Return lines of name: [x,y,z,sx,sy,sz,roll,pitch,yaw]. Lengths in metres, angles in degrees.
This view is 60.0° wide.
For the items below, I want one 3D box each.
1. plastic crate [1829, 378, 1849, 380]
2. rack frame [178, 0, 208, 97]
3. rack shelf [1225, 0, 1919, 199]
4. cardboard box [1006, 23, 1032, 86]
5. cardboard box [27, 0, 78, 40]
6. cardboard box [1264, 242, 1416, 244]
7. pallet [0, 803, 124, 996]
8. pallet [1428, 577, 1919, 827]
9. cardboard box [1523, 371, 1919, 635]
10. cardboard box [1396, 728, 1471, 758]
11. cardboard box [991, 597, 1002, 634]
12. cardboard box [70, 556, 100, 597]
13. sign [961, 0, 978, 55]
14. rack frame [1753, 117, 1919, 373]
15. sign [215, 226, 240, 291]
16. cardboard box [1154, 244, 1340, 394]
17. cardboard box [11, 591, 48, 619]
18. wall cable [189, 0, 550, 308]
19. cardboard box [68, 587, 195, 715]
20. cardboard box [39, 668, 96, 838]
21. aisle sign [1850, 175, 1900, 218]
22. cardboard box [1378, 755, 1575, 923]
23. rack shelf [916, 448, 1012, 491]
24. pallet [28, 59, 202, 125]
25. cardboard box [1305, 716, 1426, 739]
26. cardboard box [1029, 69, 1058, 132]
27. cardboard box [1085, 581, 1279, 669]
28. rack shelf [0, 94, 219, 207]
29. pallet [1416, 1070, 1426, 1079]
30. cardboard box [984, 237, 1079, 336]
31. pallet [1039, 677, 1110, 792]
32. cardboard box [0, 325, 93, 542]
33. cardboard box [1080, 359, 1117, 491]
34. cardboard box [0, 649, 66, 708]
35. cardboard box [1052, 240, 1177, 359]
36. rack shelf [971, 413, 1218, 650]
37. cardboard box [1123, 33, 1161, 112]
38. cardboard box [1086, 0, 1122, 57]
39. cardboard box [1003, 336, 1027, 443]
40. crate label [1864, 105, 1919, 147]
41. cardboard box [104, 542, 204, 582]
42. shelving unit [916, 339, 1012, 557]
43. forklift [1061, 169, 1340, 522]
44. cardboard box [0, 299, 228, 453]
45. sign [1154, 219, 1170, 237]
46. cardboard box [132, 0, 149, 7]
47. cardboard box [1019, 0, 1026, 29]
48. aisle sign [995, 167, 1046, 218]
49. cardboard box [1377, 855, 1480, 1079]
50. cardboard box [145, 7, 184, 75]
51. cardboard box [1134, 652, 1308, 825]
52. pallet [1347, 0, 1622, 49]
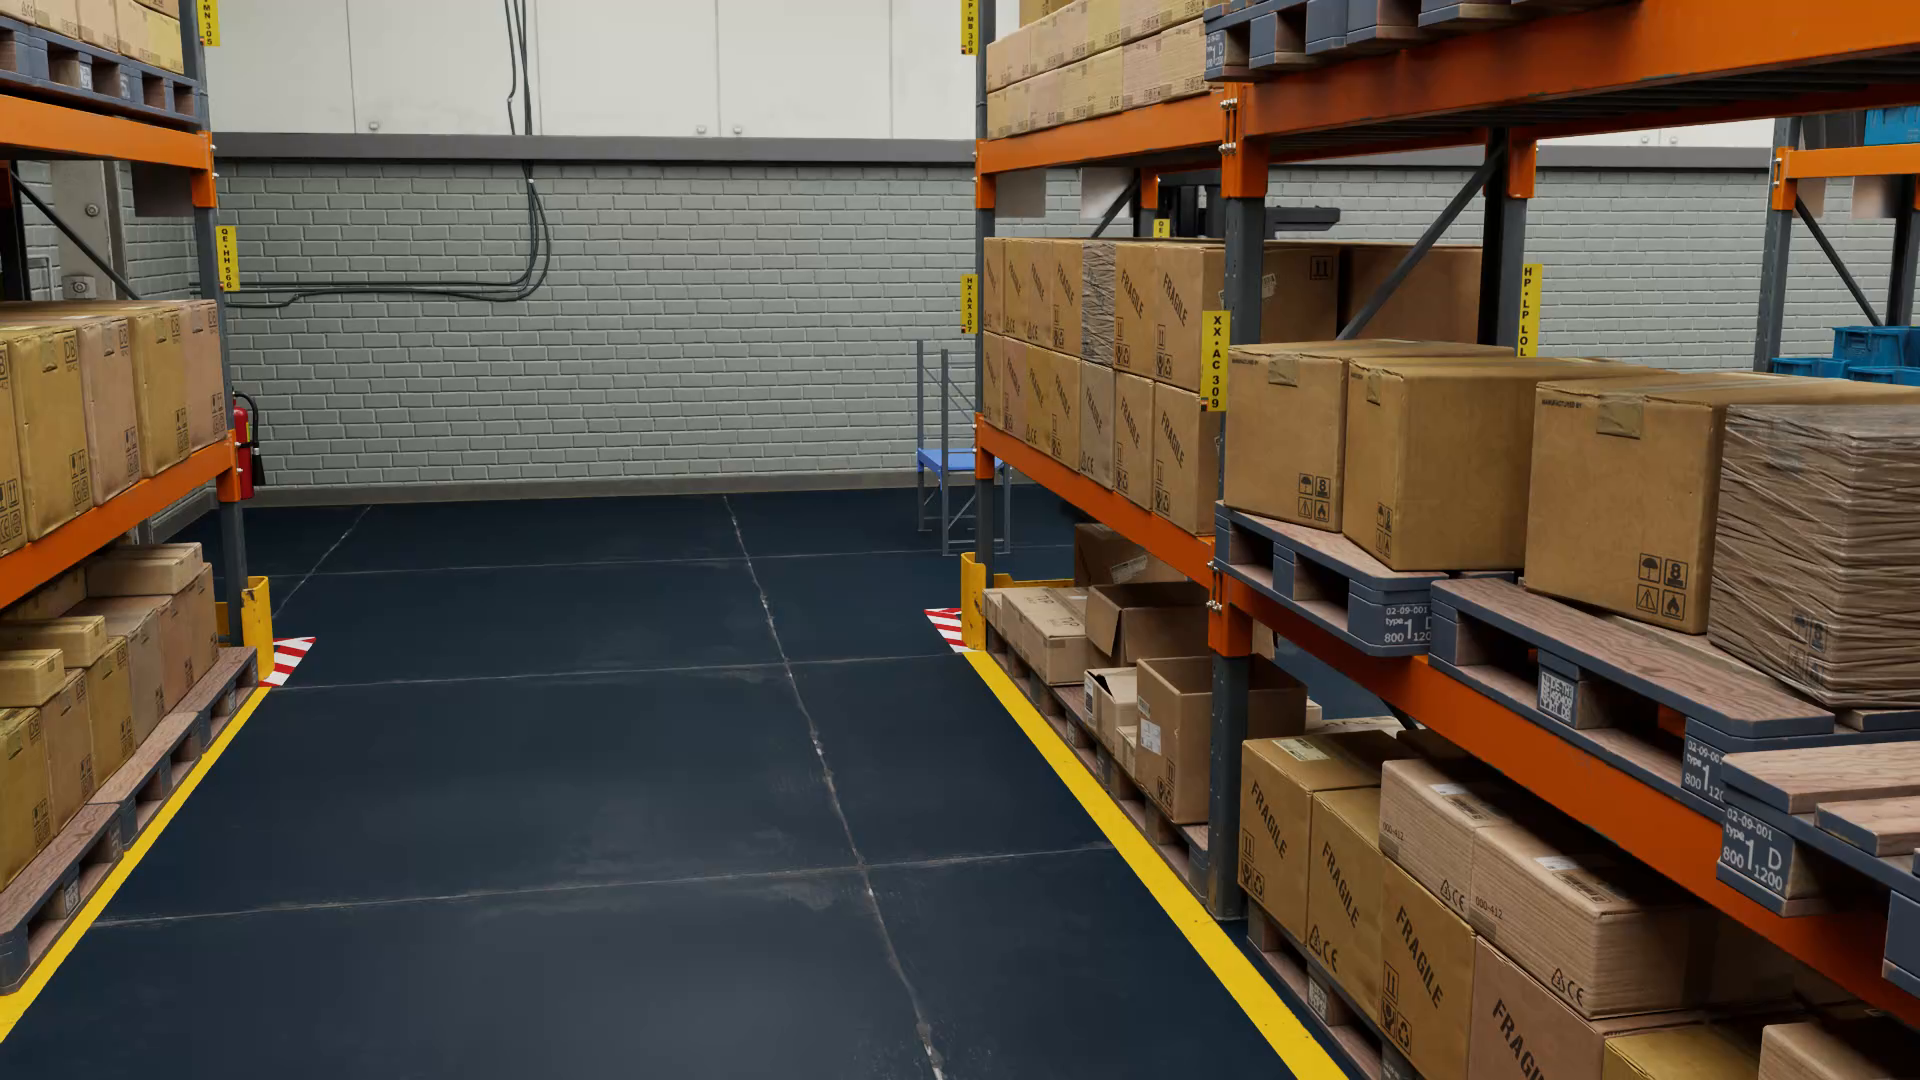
plastic crate: [5.154,-0.872,9.802,0.250,0.136,0.298,-2,11,-11]
rack frame: [-4.271,-3.678,7.955,1.000,3.000,0.127,-2,11,-11]
rack shelf: [1.755,-0.932,3.471,1.077,0.370,4.000,-2,11,-11]
cardboard box: [0.523,-2.362,8.124,0.500,0.250,0.500,-2,11,-11]
cardboard box: [-3.560,-1.977,6.049,0.500,0.250,0.500,-2,11,-13]
cardboard box: [1.449,-0.910,6.513,0.500,0.500,0.500,-2,11,-13]
pallet: [-3.564,1.230,5.670,1.003,0.211,1.213,-2,11,-11]
pallet: [1.761,0.293,3.648,1.003,0.211,1.213,-2,11,-11]
cardboard box: [1.770,-0.112,3.872,0.700,0.500,0.500,-5,12,-25]
cardboard box: [1.743,0.914,5.383,0.500,0.500,0.500,-2,11,-11]
cardboard box: [0.381,0.399,8.979,0.380,0.166,0.250,-2,11,-11]
cardboard box: [-4.157,0.174,7.588,0.380,0.149,0.250,-2,11,-11]
sign: [0.056,-2.795,9.000,0.100,0.325,0.005,-2,11,-11]
rack frame: [5.447,-1.091,10.408,1.000,3.000,0.127,-2,11,-11]
sign: [-3.736,-1.433,8.475,0.100,0.325,0.005,-2,11,-11]
cardboard box: [1.014,-0.802,5.946,0.500,0.500,0.500,-2,11,-11]
cardboard box: [-4.008,0.313,6.855,0.380,0.149,0.250,-2,11,-10]
wall cable: [-5.020,-3.203,13.763,3.097,2.526,0.112,-2,11,-11]
cardboard box: [-3.939,0.507,7.572,0.700,0.500,0.500,-2,11,-11]
cardboard box: [-3.632,0.791,6.081,0.700,0.500,0.500,-2,11,-12]
aisle sign: [5.721,-2.392,10.291,0.394,0.787,0.004,-2,11,-11]
cardboard box: [1.415,0.746,4.257,0.500,0.250,0.500,-2,11,-11]
rack shelf: [0.017,-0.544,12.508,0.538,0.185,1.000,-2,11,-11]
pallet: [-4.116,-2.025,7.531,1.003,0.211,1.213,-2,11,-11]
cardboard box: [1.496,0.842,6.267,0.500,0.311,0.500,-2,11,-11]
cardboard box: [0.622,-2.025,7.690,0.500,0.250,0.500,-2,11,-11]
cardboard box: [0.995,0.487,7.613,0.797,0.503,0.637,-2,11,-11]
rack shelf: [-3.882,-1.484,6.375,1.077,0.370,4.000,-2,11,-11]
pallet: [1.802,1.564,3.917,1.003,0.211,1.213,-2,11,-11]
cardboard box: [0.415,-1.361,8.885,0.500,0.500,0.500,-2,11,-9]
pallet: [0.992,0.841,7.712,1.003,0.211,1.213,-2,11,-11]
cardboard box: [-3.719,-0.379,5.863,0.980,0.700,0.700,-2,11,-12]
cardboard box: [0.813,-0.498,7.026,0.500,0.500,0.500,-2,11,-10]
cardboard box: [-3.425,0.495,5.900,0.380,0.149,0.250,-2,11,-9]
cardboard box: [0.717,-1.081,7.410,0.500,0.500,0.500,-2,11,-12]
rack shelf: [0.977,-0.192,7.606,1.077,0.370,4.000,-2,11,-11]
cardboard box: [0.923,-1.750,6.246,0.500,0.250,0.500,-2,11,-11]
cardboard box: [0.816,-2.087,6.679,0.500,0.250,0.500,-2,11,-11]
cardboard box: [0.521,-0.776,8.482,0.500,0.500,0.500,-2,11,-12]
crate label: [5.310,-2.311,9.191,0.408,0.251,0.502,-2,11,-11]
cardboard box: [-3.833,0.114,7.905,0.380,0.149,0.250,-2,11,-12]
shelving unit: [0.017,-0.721,12.474,0.538,1.500,1.048,-2,11,-11]
forklift: [2.370,-1.664,13.600,3.031,2.935,1.130,-6,12,-27]
cardboard box: [-4.162,-0.785,7.998,0.980,0.700,0.700,-2,11,-8]
sign: [1.136,-1.653,9.415,0.100,0.325,0.005,-2,11,-11]
cardboard box: [-3.774,-2.538,6.993,0.500,0.500,0.500,-2,11,-9]
cardboard box: [0.704,-2.832,8.590,0.700,0.500,0.500,-2,11,-11]
aisle sign: [0.286,-2.191,9.232,0.394,0.787,0.004,-2,11,-11]
cardboard box: [1.425,1.120,4.296,0.500,0.500,0.500,-2,11,-10]
cardboard box: [-3.868,-2.262,7.546,0.500,0.250,0.500,-2,11,-9]
cardboard box: [0.977,0.739,6.299,0.500,0.500,0.500,-2,11,-11]
pallet: [1.629,-1.247,3.708,1.213,0.211,1.003,-2,11,-11]
